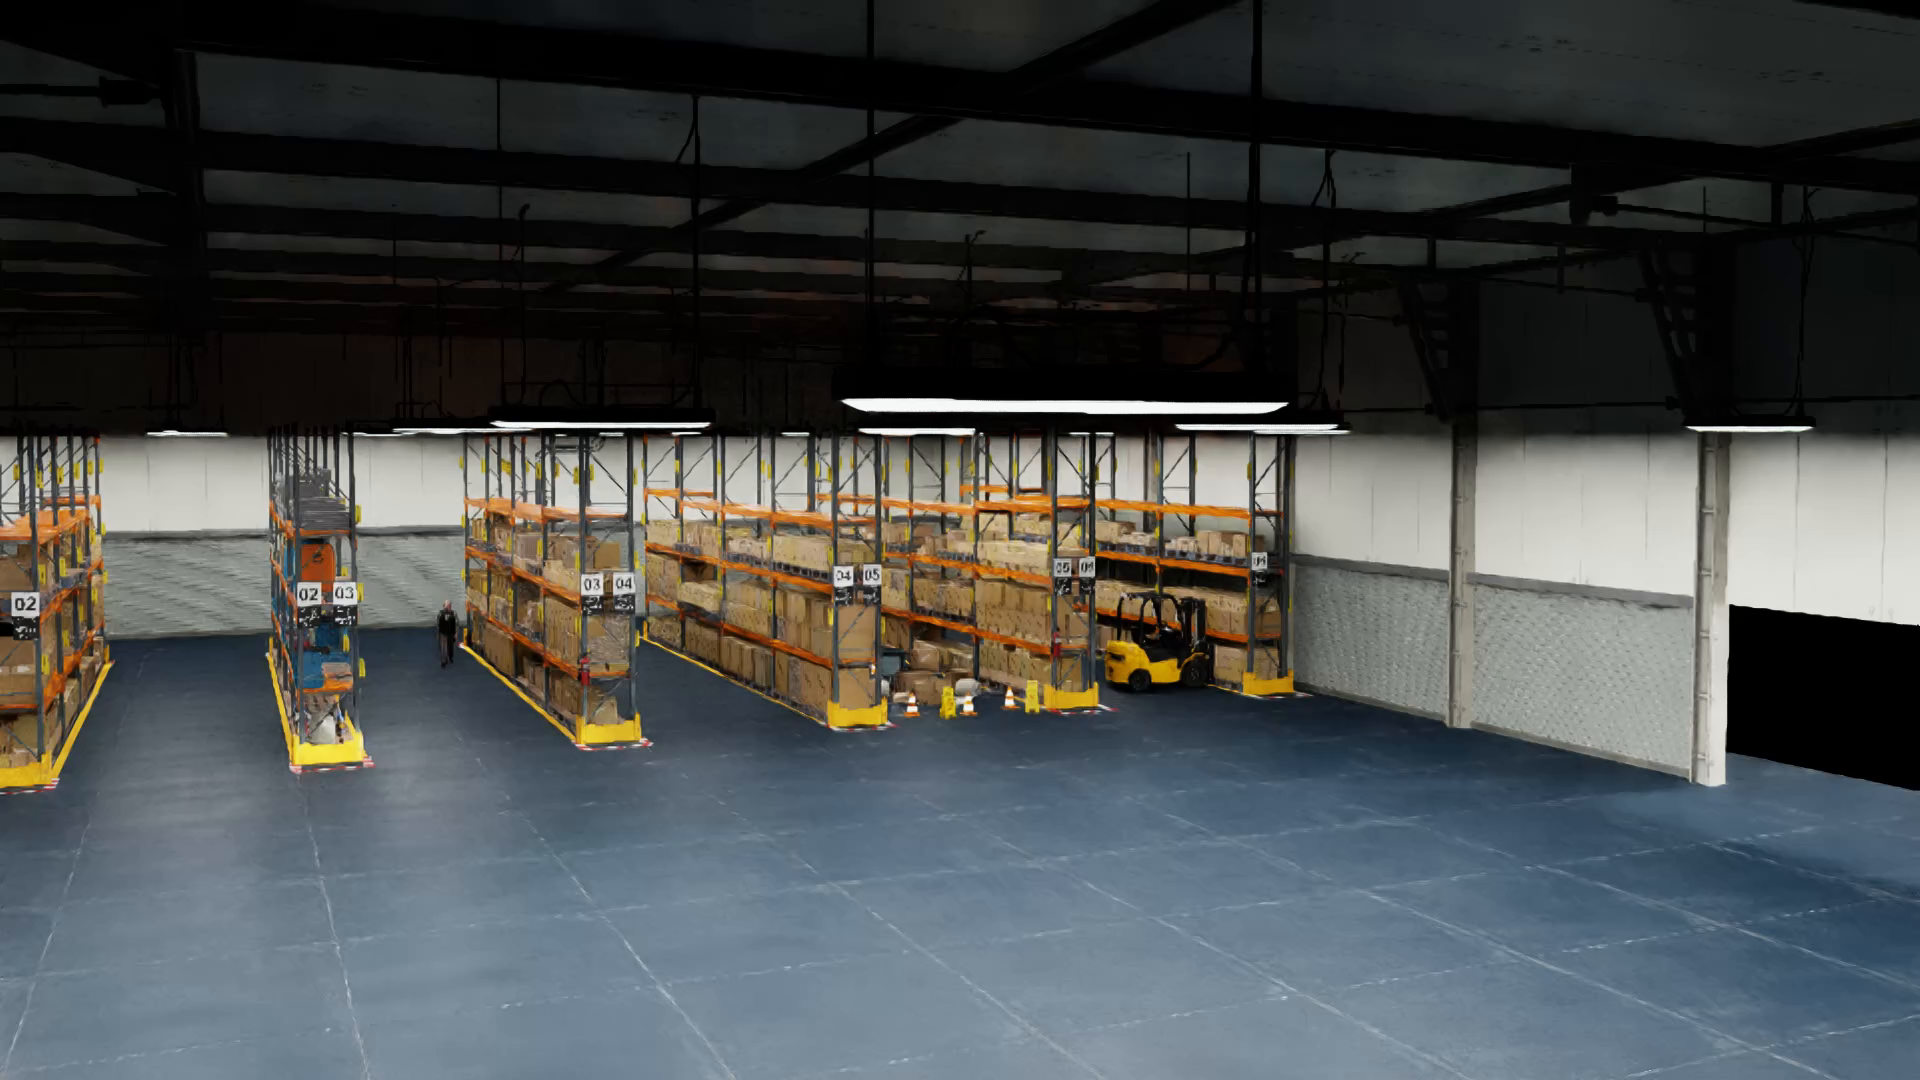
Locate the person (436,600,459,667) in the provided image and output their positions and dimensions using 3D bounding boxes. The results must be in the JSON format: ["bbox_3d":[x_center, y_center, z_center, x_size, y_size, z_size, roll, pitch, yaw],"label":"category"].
[{"bbox_3d":[-12.847,2.334,41.737,0.546,1.644,1.109,-1,4,-21],"label":"person"}]

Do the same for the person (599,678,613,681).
[{"bbox_3d":[-8.404,2.440,39.297,0.403,1.732,0.658,-3,4,-36],"label":"person"}]
